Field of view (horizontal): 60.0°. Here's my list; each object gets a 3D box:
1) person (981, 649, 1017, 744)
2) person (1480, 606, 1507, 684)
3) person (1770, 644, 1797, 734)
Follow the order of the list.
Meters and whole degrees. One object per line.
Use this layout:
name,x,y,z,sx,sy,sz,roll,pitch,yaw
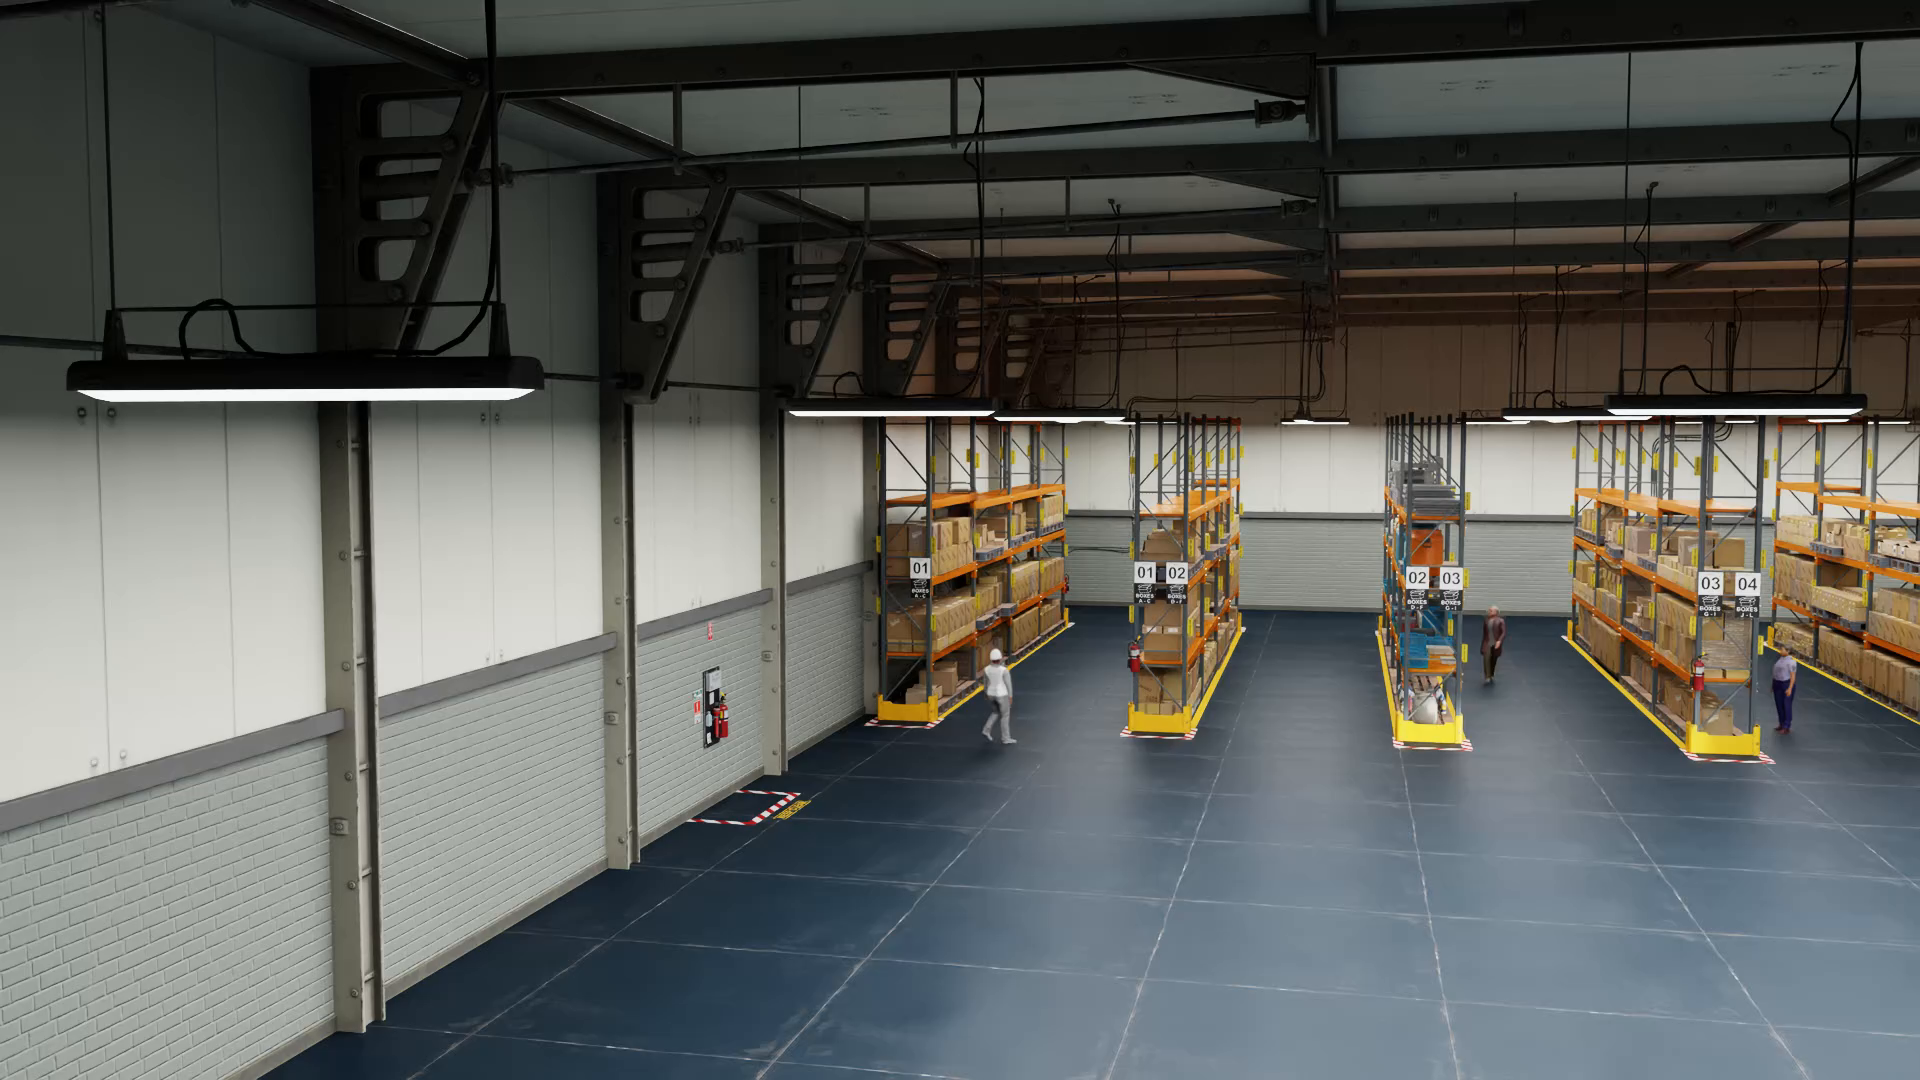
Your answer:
person,0.700,2.827,30.116,0.619,1.750,0.585,3,5,42
person,11.873,2.326,37.047,0.545,1.714,1.145,1,4,11
person,15.453,2.797,31.239,0.481,1.676,0.491,-2,4,-26
